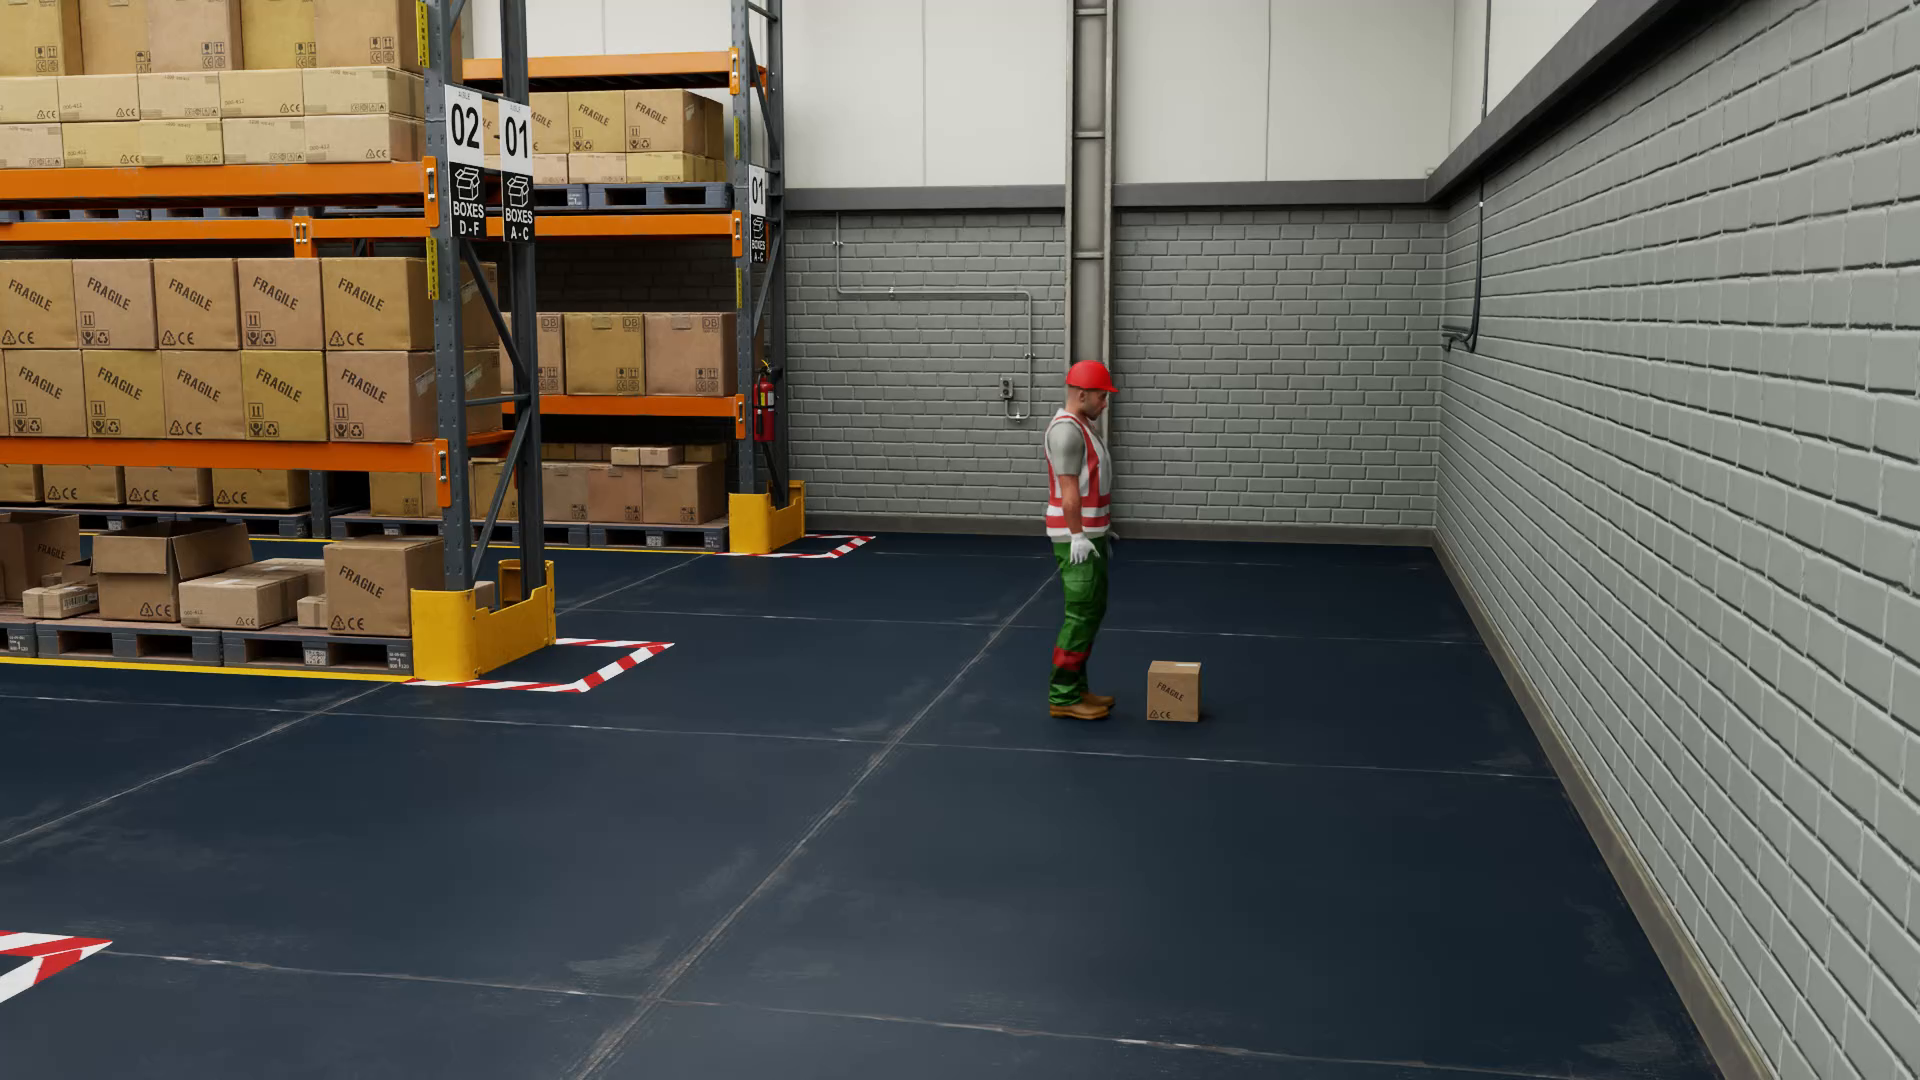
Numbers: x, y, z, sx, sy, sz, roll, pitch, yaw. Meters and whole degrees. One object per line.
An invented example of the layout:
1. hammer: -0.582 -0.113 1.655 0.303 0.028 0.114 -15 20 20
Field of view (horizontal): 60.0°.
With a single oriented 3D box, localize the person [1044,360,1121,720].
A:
1. person: 0.614 -0.009 8.341 0.364 1.778 0.529 2 8 12
